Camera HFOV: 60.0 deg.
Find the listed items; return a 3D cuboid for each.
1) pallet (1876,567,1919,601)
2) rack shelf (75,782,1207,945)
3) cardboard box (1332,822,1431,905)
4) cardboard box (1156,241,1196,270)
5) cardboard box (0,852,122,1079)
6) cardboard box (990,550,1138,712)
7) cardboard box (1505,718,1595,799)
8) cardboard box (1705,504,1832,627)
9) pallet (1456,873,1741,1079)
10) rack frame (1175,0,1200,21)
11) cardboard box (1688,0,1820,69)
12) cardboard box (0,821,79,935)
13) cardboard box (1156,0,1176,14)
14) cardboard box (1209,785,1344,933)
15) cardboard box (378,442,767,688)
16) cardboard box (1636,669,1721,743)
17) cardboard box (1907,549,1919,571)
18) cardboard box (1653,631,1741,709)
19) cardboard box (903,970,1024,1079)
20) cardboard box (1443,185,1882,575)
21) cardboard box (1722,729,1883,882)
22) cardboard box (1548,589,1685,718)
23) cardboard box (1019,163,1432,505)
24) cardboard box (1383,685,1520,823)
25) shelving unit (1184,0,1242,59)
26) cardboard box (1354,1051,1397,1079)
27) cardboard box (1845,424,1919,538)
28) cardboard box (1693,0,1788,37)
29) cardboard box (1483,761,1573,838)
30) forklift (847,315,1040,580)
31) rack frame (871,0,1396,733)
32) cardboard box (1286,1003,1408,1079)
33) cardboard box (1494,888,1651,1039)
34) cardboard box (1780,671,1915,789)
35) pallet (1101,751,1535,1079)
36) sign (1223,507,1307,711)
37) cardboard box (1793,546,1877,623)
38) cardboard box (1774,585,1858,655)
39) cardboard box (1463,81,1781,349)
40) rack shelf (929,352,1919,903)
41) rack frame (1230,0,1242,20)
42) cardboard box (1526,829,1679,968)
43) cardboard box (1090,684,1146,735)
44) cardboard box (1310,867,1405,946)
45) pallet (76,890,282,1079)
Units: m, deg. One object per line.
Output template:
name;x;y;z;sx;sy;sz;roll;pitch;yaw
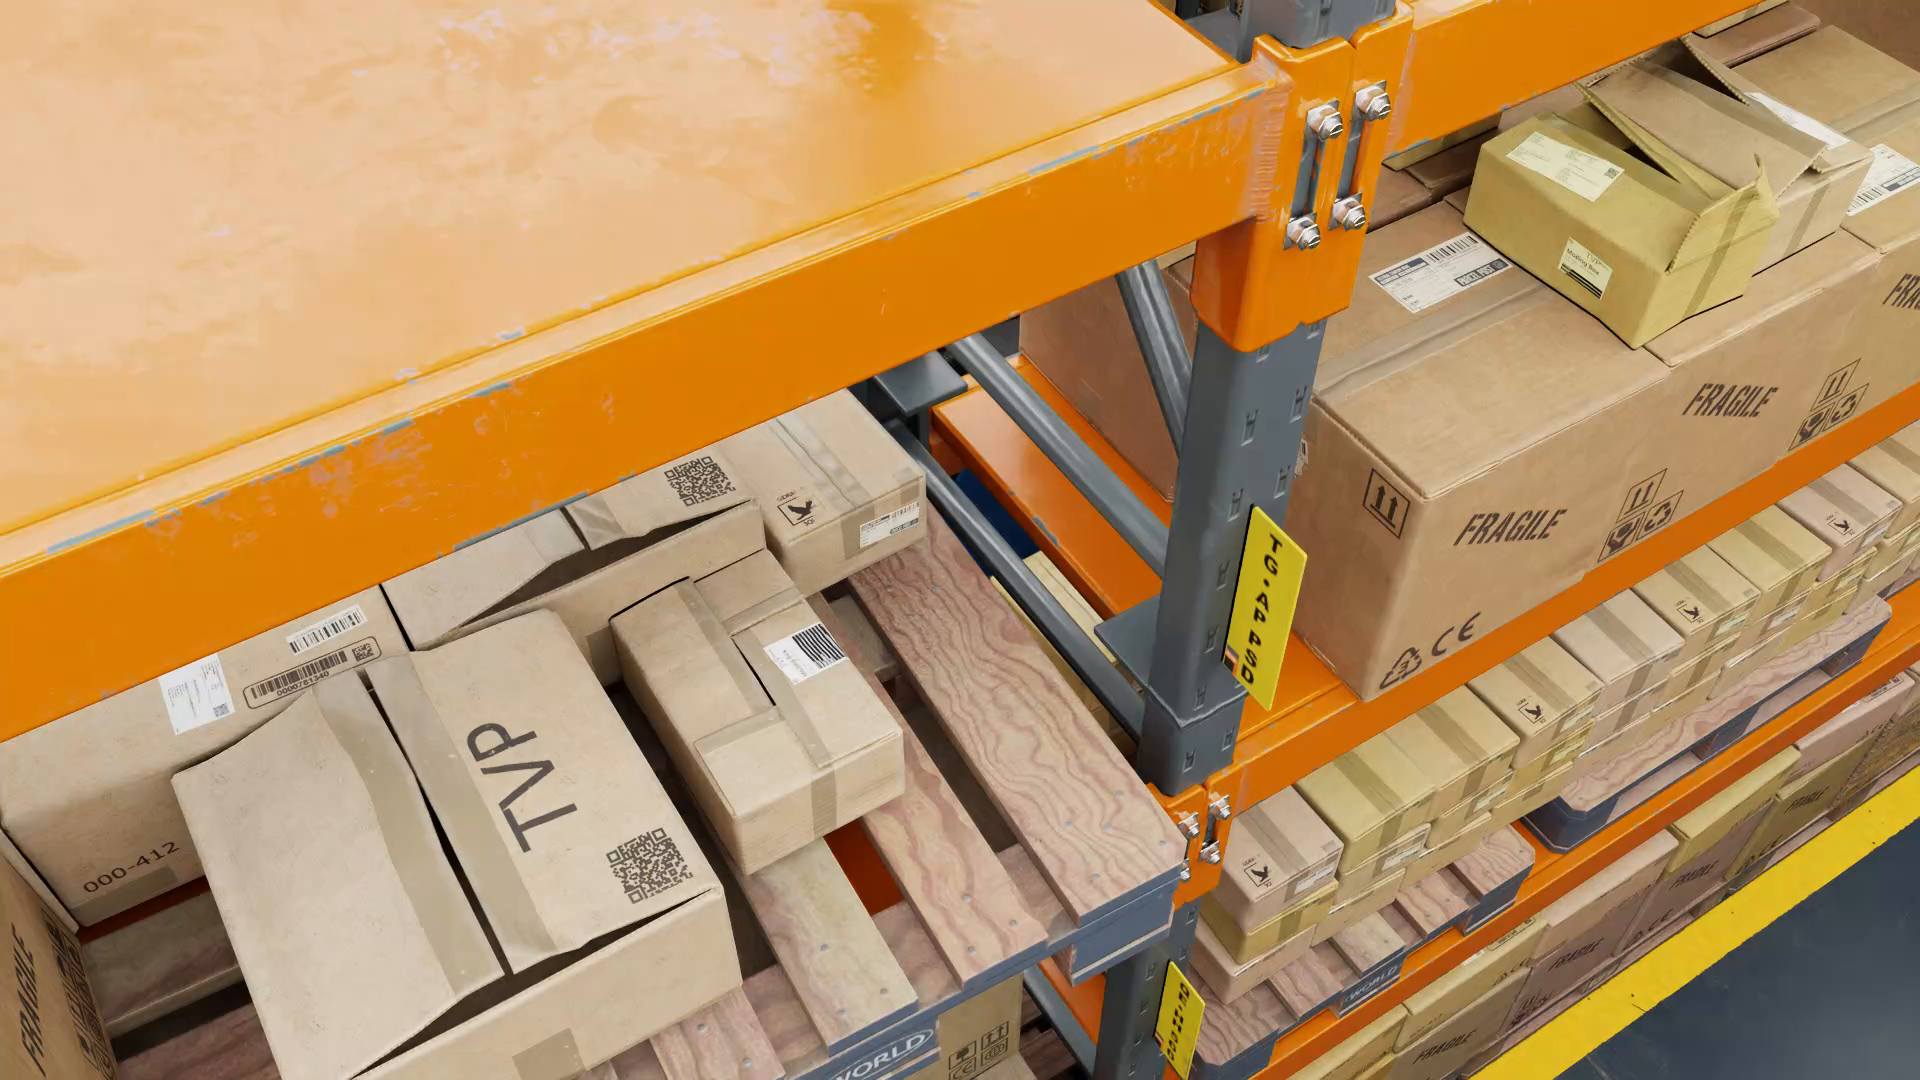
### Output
pallet;2.768;-0.379;5.153;1.213;0.211;1.003;-25;53;-21
rack shelf;-1.582;0.977;2.290;4.000;0.370;1.077;-25;53;-21
cardboard box;0.854;0.608;3.833;0.250;0.149;0.380;-23;52;-19
cardboard box;0.313;-0.672;2.697;0.258;0.266;0.396;-25;53;-21
cardboard box;-1.211;0.604;1.725;0.500;0.500;0.500;-25;53;-21
cardboard box;0.279;0.200;3.997;0.250;0.149;0.380;-27;54;-22
cardboard box;1.291;0.399;4.019;0.250;0.149;0.380;-25;53;-21
cardboard box;1.927;0.001;4.174;0.250;0.149;0.380;-26;53;-21
pallet;1.802;1.072;5.599;1.213;0.211;1.003;-25;53;-21
rack frame;0.931;-3.828;8.096;0.127;3.000;1.000;-25;53;-21
cardboard box;1.298;-0.884;3.399;0.500;0.500;0.500;-25;53;-21
cardboard box;-1.478;0.352;2.077;0.500;0.311;0.500;-26;53;-21
cardboard box;0.401;-2.994;8.494;0.875;0.875;1.225;-25;53;-21
cardboard box;0.607;0.621;3.622;0.250;0.149;0.380;-25;53;-21
cardboard box;-0.620;-0.053;2.437;0.500;0.311;0.500;-25;53;-21
cardboard box;1.716;0.302;4.305;0.250;0.149;0.380;-25;53;-20
cardboard box;2.619;-0.126;4.686;0.250;0.149;0.380;-28;54;-23
cardboard box;1.714;0.204;4.193;0.250;0.149;0.380;-26;53;-21
cardboard box;-0.275;0.745;3.286;0.500;0.500;0.700;-25;53;-21
cardboard box;1.154;-0.355;2.928;0.500;0.500;0.500;-25;53;-21
cardboard box;2.567;0.695;5.461;0.500;0.500;0.500;-26;53;-22
cardboard box;1.492;0.205;3.993;0.250;0.149;0.380;-23;52;-19
cardboard box;0.457;-0.480;3.039;0.500;0.500;0.500;-25;53;-21
cardboard box;1.039;0.419;3.802;0.250;0.149;0.380;-25;53;-21
shelving unit;0.800;-1.005;6.184;0.503;2.100;0.431;-21;52;-18
cardboard box;0.844;1.509;4.735;0.500;0.500;0.500;-27;54;-22
cardboard box;2.379;-0.216;4.368;0.250;0.149;0.380;-27;54;-22
cardboard box;1.390;-1.198;3.165;0.258;0.266;0.396;-25;53;-21
cardboard box;1.278;0.509;4.121;0.250;0.149;0.380;-23;52;-19
forklift;-0.804;-0.714;5.368;3.031;2.935;1.130;-21;52;-18
rack frame;0.110;-1.057;1.610;0.127;3.000;1.000;-25;53;-21
cardboard box;0.822;1.259;4.456;0.500;0.250;0.500;-27;54;-22
cardboard box;1.699;1.100;5.100;0.500;0.500;0.500;-26;53;-22
cardboard box;2.556;0.440;5.185;0.500;0.250;0.500;-23;52;-19
pallet;0.655;0.651;4.235;1.003;0.211;1.213;-25;53;-21
sign;0.399;0.097;2.193;0.005;0.325;0.100;-25;53;-21
cardboard box;2.148;0.001;4.374;0.250;0.149;0.380;-25;53;-21
cardboard box;2.162;0.093;4.491;0.250;0.149;0.380;-23;52;-19
cardboard box;1.035;-0.539;2.579;0.258;0.266;0.396;-25;53;-21
rack shelf;1.801;-0.617;3.709;4.000;0.370;1.077;-25;53;-21
rack frame;1.017;-1.088;6.258;0.015;2.100;0.400;-21;52;-18
cardboard box;1.676;0.868;4.804;0.500;0.250;0.500;-25;53;-21
cardboard box;0.284;0.299;4.108;0.250;0.149;0.380;-24;53;-20
cardboard box;0.823;0.725;3.928;0.250;0.149;0.380;-23;52;-19
pallet;-1.351;0.741;2.144;1.213;0.211;1.003;-23;52;-19
